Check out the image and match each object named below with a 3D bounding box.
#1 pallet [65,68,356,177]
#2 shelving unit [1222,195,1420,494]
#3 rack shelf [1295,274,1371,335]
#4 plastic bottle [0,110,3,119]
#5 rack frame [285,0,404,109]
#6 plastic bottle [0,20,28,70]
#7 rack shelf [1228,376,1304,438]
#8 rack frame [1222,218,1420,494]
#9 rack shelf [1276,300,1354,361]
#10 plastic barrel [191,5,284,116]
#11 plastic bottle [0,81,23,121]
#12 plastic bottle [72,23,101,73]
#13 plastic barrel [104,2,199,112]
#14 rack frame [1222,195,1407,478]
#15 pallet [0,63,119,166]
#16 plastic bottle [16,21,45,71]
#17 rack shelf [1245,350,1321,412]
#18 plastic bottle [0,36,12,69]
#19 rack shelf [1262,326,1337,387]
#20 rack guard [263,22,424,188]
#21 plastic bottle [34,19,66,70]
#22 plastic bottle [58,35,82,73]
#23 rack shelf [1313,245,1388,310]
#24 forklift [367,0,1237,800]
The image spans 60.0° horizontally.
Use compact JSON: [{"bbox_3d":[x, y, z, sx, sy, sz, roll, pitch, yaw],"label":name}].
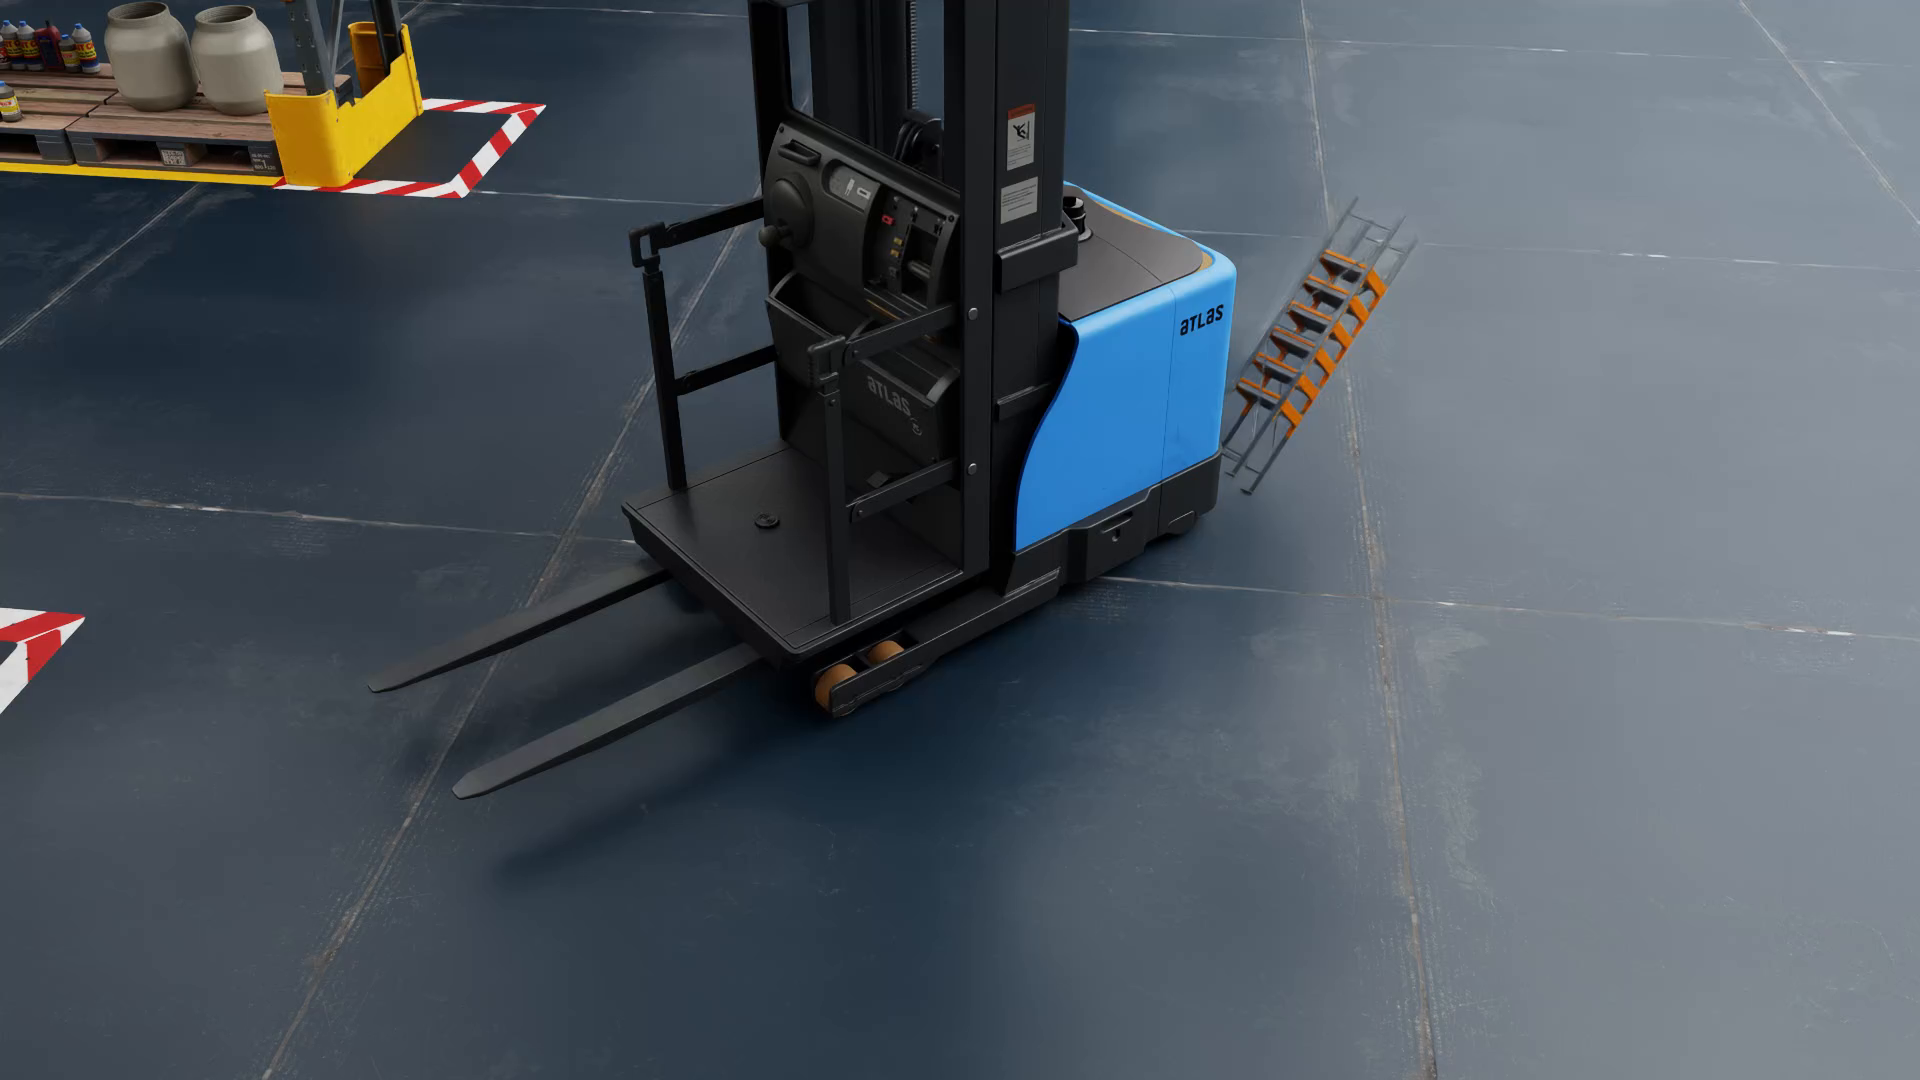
[{"bbox_3d":[-4.199,-2.378,9.400,1.213,0.211,1.003,4,36,6],"label":"pallet"},{"bbox_3d":[1.343,-0.762,6.494,0.258,0.189,1.200,33,90,37],"label":"shelving unit"},{"bbox_3d":[1.450,-0.925,6.495,0.258,0.180,0.103,33,90,37],"label":"rack shelf"},{"bbox_3d":[-5.308,-2.426,9.027,0.133,0.283,0.061,5,36,7],"label":"plastic bottle"},{"bbox_3d":[-3.312,-3.471,8.532,0.127,3.000,1.000,4,36,6],"label":"rack frame"},{"bbox_3d":[-5.510,-2.886,9.682,0.097,0.271,0.097,0,36,0],"label":"plastic bottle"},{"bbox_3d":[1.187,-0.524,6.493,0.258,0.180,0.103,33,90,37],"label":"rack shelf"},{"bbox_3d":[1.389,-0.731,6.567,0.240,0.006,1.200,33,90,37],"label":"rack frame"},{"bbox_3d":[1.384,-0.825,6.494,0.258,0.180,0.103,33,90,37],"label":"rack shelf"},{"bbox_3d":[-3.975,-2.634,9.139,0.421,0.512,0.421,0,36,0],"label":"plastic barrel"},{"bbox_3d":[-5.190,-2.395,9.053,0.097,0.201,0.097,0,36,0],"label":"plastic bottle"},{"bbox_3d":[-5.071,-2.854,9.636,0.097,0.271,0.097,0,36,0],"label":"plastic bottle"},{"bbox_3d":[-4.472,-2.671,9.191,0.421,0.512,0.421,0,36,0],"label":"plastic barrel"},{"bbox_3d":[1.297,-0.792,6.421,0.240,0.006,1.200,33,90,37],"label":"rack frame"},{"bbox_3d":[-5.405,-2.470,9.529,1.213,0.211,1.003,4,36,6],"label":"pallet"},{"bbox_3d":[-5.411,-2.879,9.672,0.097,0.271,0.097,0,36,0],"label":"plastic bottle"},{"bbox_3d":[1.253,-0.624,6.493,0.258,0.180,0.103,33,90,37],"label":"rack shelf"},{"bbox_3d":[-5.608,-2.865,9.713,0.097,0.201,0.097,0,36,0],"label":"plastic bottle"},{"bbox_3d":[1.319,-0.724,6.494,0.258,0.180,0.103,33,90,37],"label":"rack shelf"},{"bbox_3d":[-3.393,-2.432,9.228,0.348,0.500,1.175,4,36,6],"label":"rack guard"},{"bbox_3d":[-5.293,-2.886,9.671,0.133,0.283,0.061,5,36,7],"label":"plastic bottle"},{"bbox_3d":[-5.173,-2.833,9.667,0.097,0.201,0.097,0,36,0],"label":"plastic bottle"},{"bbox_3d":[1.516,-1.025,6.495,0.258,0.180,0.103,33,90,37],"label":"rack shelf"},{"bbox_3d":[-0.485,-0.965,5.079,3.031,2.935,1.130,-25,43,-31],"label":"forklift"}]
